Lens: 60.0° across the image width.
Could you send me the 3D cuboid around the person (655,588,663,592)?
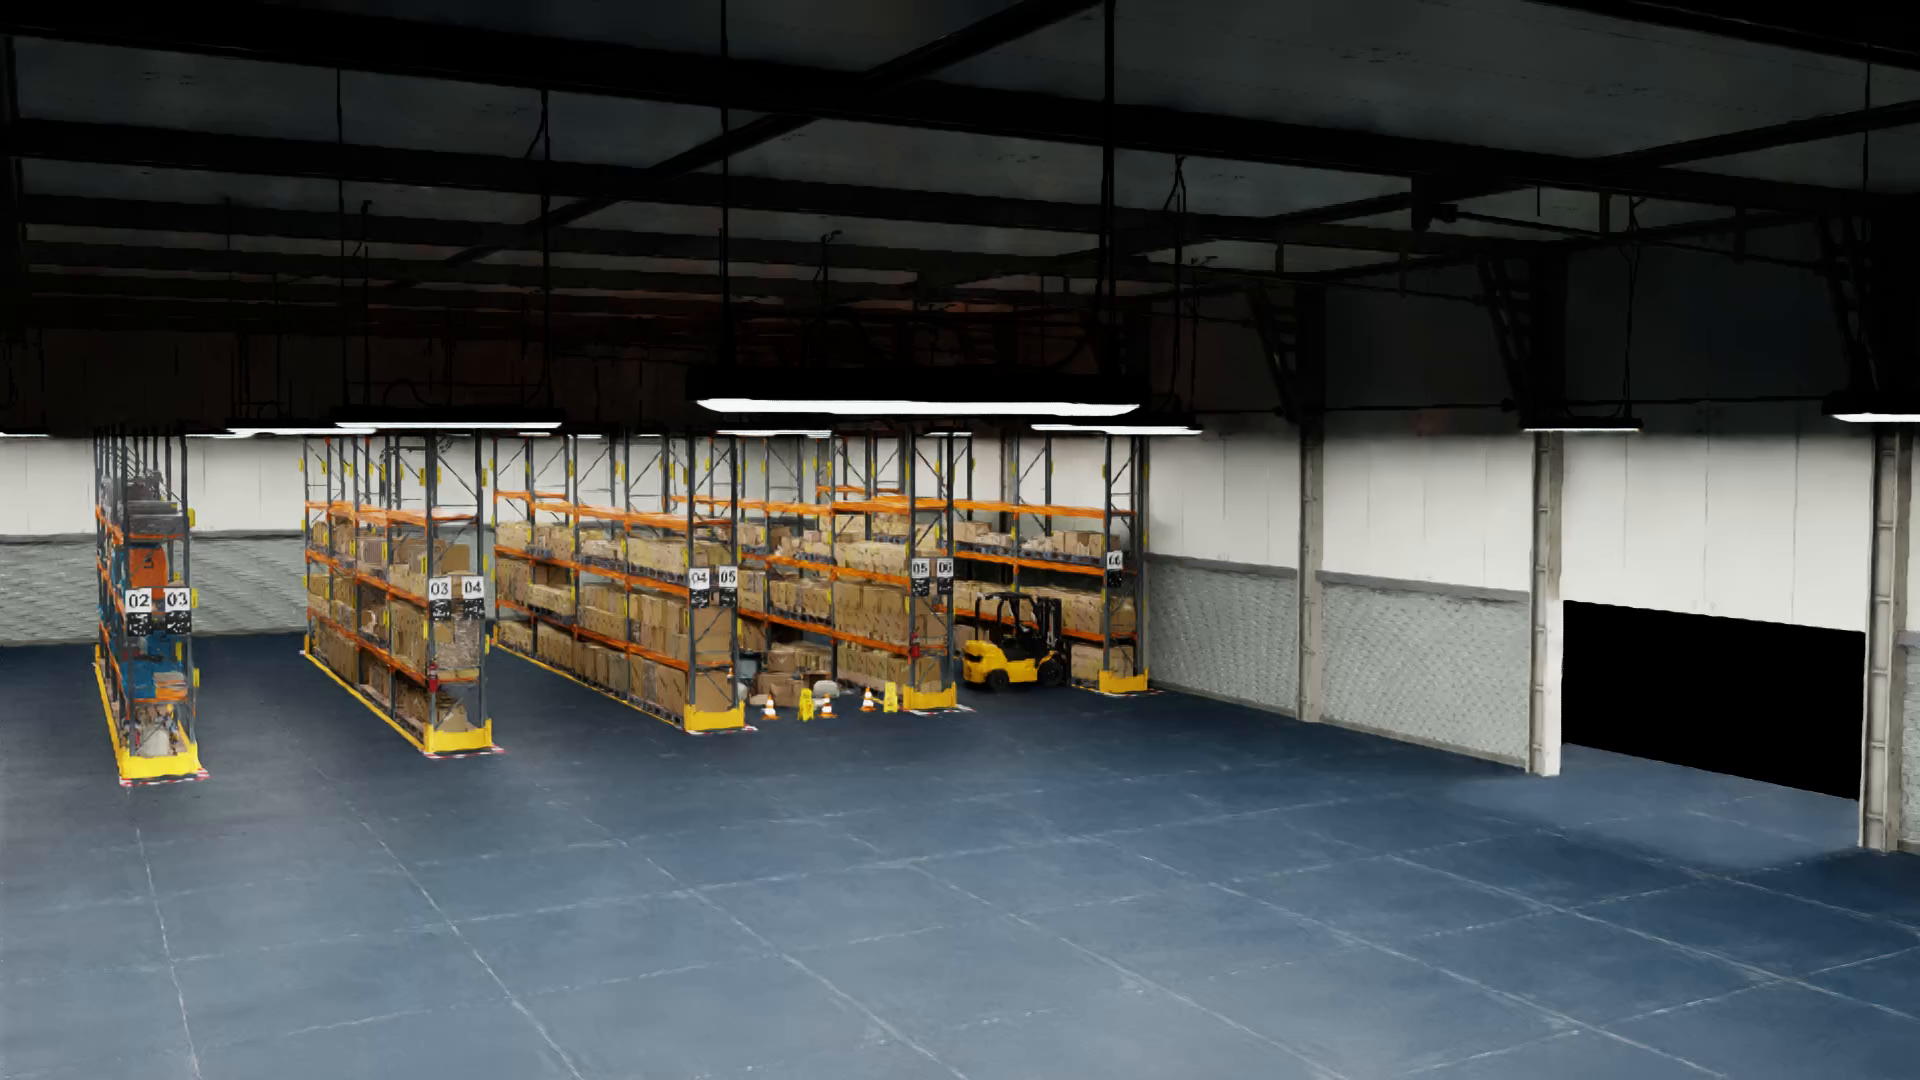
[{"bbox_3d":[-9.132,1.807,51.109,0.569,1.665,0.522,2,4,33],"label":"person"}]
